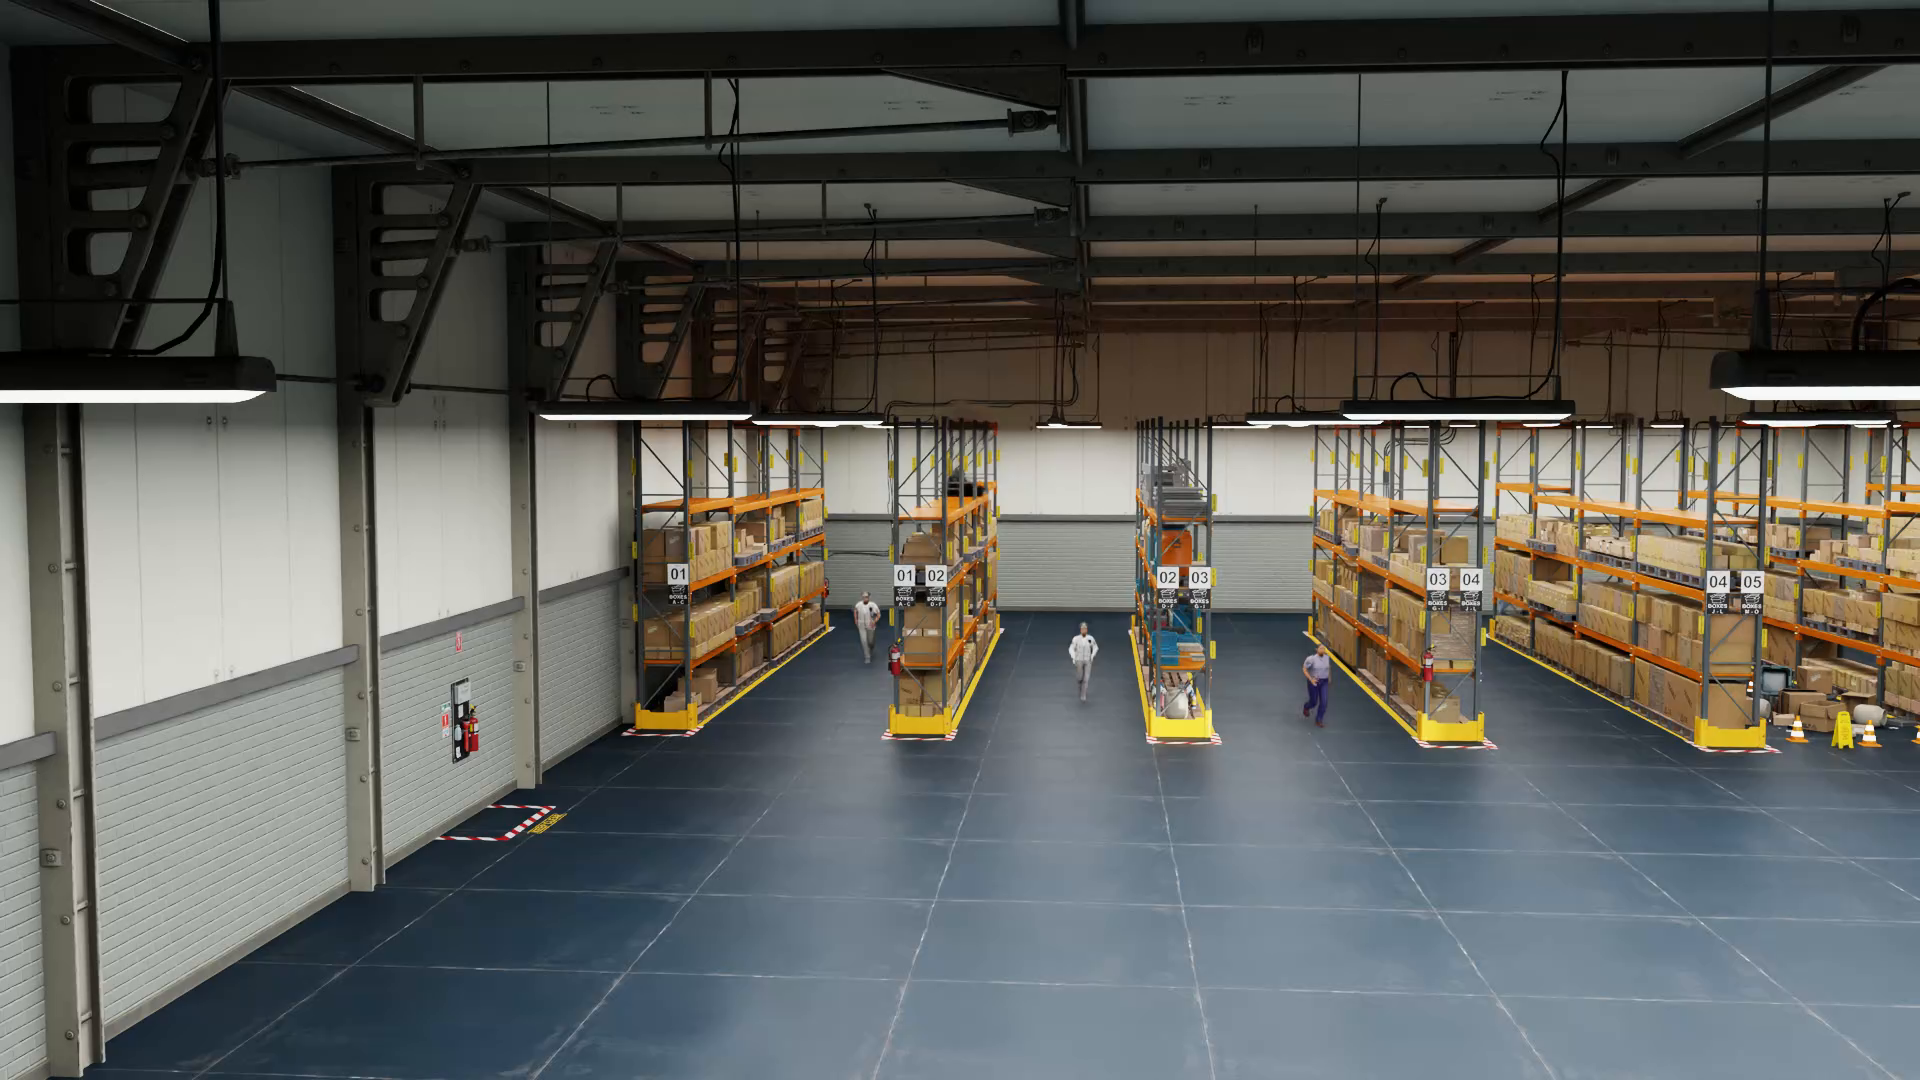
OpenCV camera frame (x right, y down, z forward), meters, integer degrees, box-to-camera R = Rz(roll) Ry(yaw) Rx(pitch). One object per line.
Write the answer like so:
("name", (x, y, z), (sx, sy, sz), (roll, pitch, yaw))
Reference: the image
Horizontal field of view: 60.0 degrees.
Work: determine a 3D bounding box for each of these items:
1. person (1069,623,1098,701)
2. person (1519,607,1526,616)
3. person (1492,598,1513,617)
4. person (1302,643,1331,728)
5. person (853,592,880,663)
("person", (2.651, 2.587, 35.616), (0.625, 1.670, 0.588), (0, 4, 1))
("person", (16.103, 1.896, 47.102), (0.535, 1.545, 0.582), (3, 5, 38))
("person", (15.751, 1.735, 48.027), (0.708, 1.729, 0.705), (-2, 4, -22))
("person", (6.980, 2.812, 32.469), (0.630, 1.631, 0.751), (-1, 4, -15))
("person", (-2.329, 2.154, 41.503), (0.688, 1.770, 0.831), (0, 4, 5))
